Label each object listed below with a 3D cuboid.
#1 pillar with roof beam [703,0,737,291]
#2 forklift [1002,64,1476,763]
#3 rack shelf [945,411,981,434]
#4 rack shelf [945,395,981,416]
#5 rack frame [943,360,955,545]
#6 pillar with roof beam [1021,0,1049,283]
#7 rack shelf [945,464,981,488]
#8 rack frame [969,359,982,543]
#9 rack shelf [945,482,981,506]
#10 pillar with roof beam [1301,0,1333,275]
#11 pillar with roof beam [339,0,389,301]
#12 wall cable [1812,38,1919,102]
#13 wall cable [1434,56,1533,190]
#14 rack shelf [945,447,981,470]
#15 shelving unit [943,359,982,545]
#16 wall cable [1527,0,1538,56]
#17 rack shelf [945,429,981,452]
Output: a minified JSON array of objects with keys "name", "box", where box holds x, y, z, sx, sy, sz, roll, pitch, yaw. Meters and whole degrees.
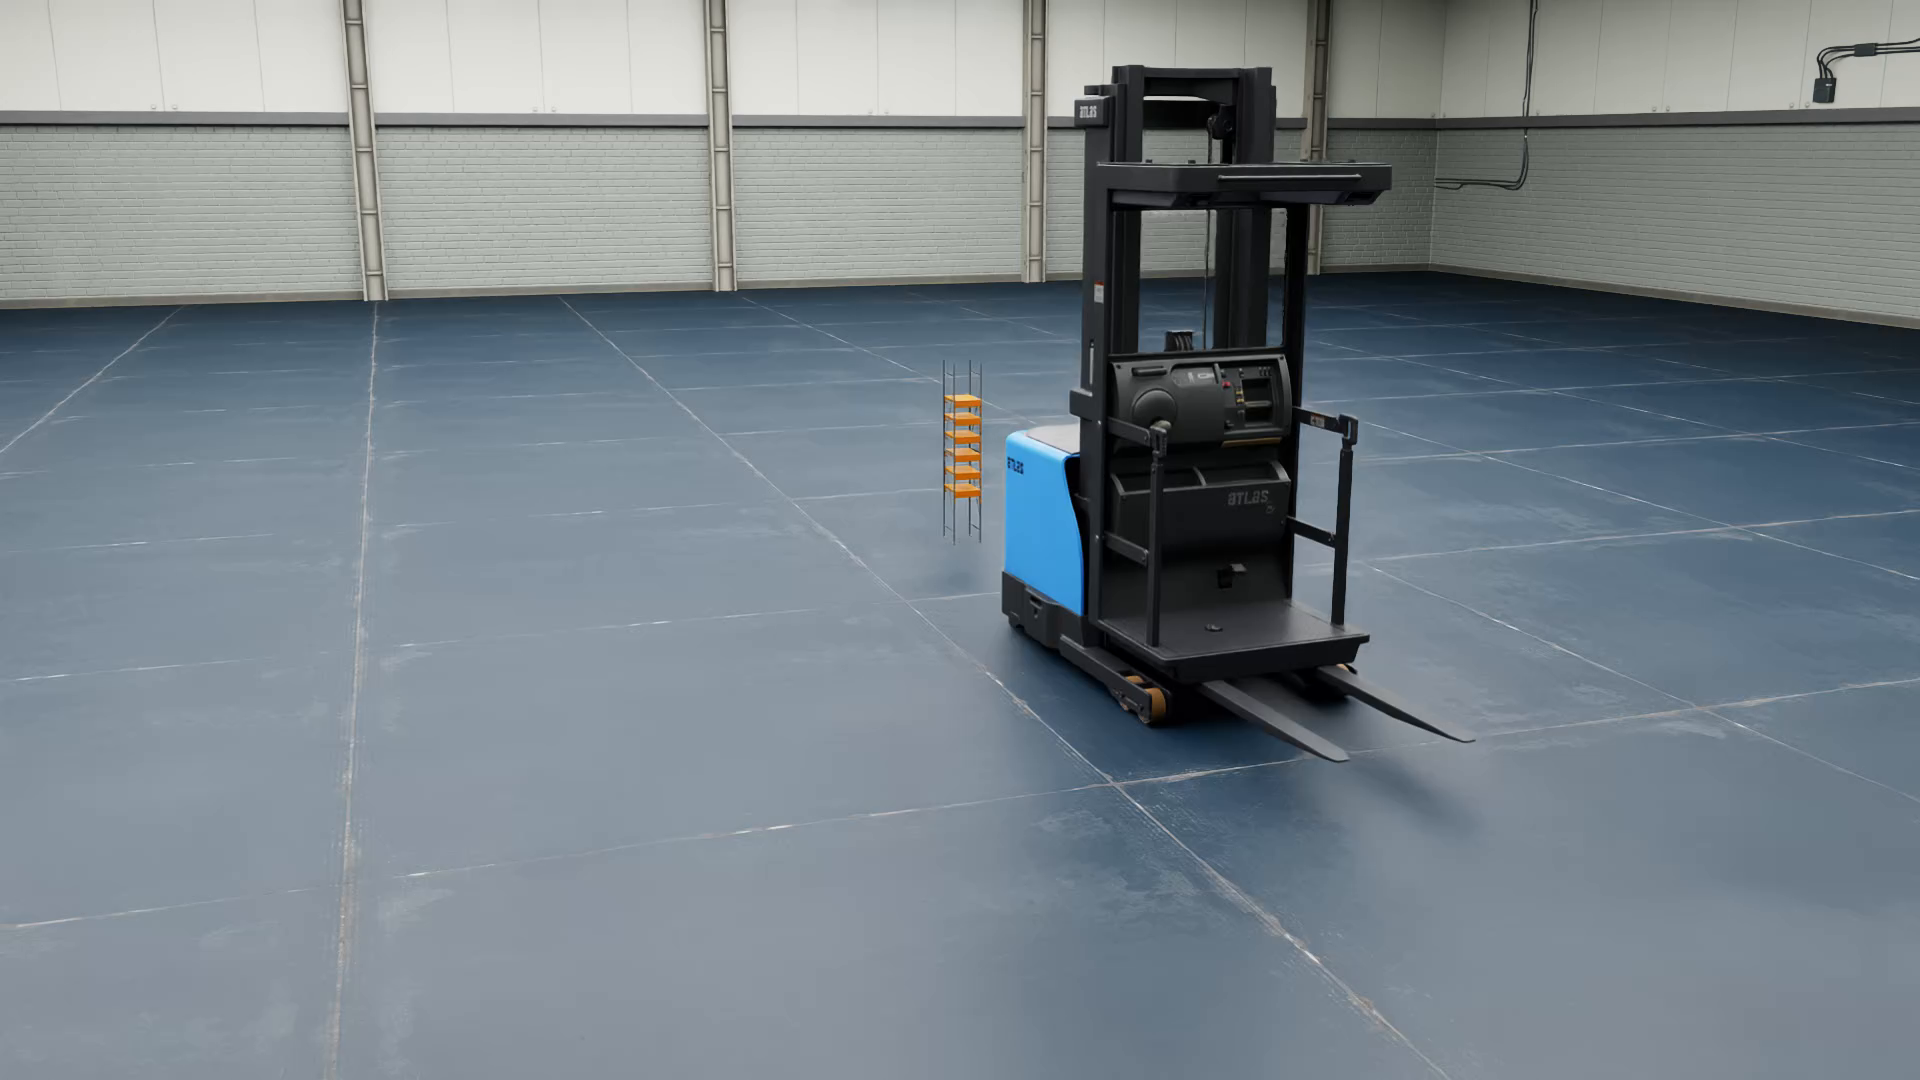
[{"name":"pillar with roof beam","box":[-2.903,-7.977,25.231,0.400,9.000,9.100,-4,14,-18]},{"name":"forklift","box":[1.239,-0.694,7.726,1.130,2.935,3.031,-5,14,-21]},{"name":"rack shelf","box":[0.014,-0.775,10.963,0.180,0.103,0.258,-4,14,-18]},{"name":"rack shelf","box":[0.014,-0.892,10.935,0.180,0.103,0.258,-4,14,-18]},{"name":"rack frame","box":[-0.073,-0.578,10.980,0.006,1.200,0.240,-4,14,-18]},{"name":"pillar with roof beam","box":[2.784,-8.420,27.093,0.400,9.000,9.100,-4,14,-18]},{"name":"rack shelf","box":[0.014,-0.425,11.046,0.180,0.103,0.258,-4,14,-18]},{"name":"rack frame","box":[0.100,-0.592,11.037,0.006,1.200,0.240,-4,14,-18]},{"name":"rack shelf","box":[0.014,-0.308,11.074,0.180,0.103,0.258,-4,14,-18]},{"name":"pillar with roof beam","box":[8.471,-8.862,28.955,0.400,9.000,9.100,-4,14,-18]},{"name":"pillar with roof beam","box":[-8.589,-7.534,23.370,0.400,9.000,9.100,-4,14,-18]},{"name":"wall cable","box":[13.324,-9.305,23.467,0.169,6.003,2.305,-4,14,-18]},{"name":"wall cable","box":[10.312,-8.223,32.978,0.112,2.526,3.097,-4,14,-18]},{"name":"rack shelf","box":[0.014,-0.542,11.019,0.180,0.103,0.258,-4,14,-18]},{"name":"shelving unit","box":[0.014,-0.585,11.008,0.189,1.200,0.258,-4,14,-18]},{"name":"wall cable","box":[11.174,-10.087,29.900,0.112,2.526,3.097,-4,14,-18]},{"name":"rack shelf","box":[0.014,-0.658,10.991,0.180,0.103,0.258,-4,14,-18]}]
